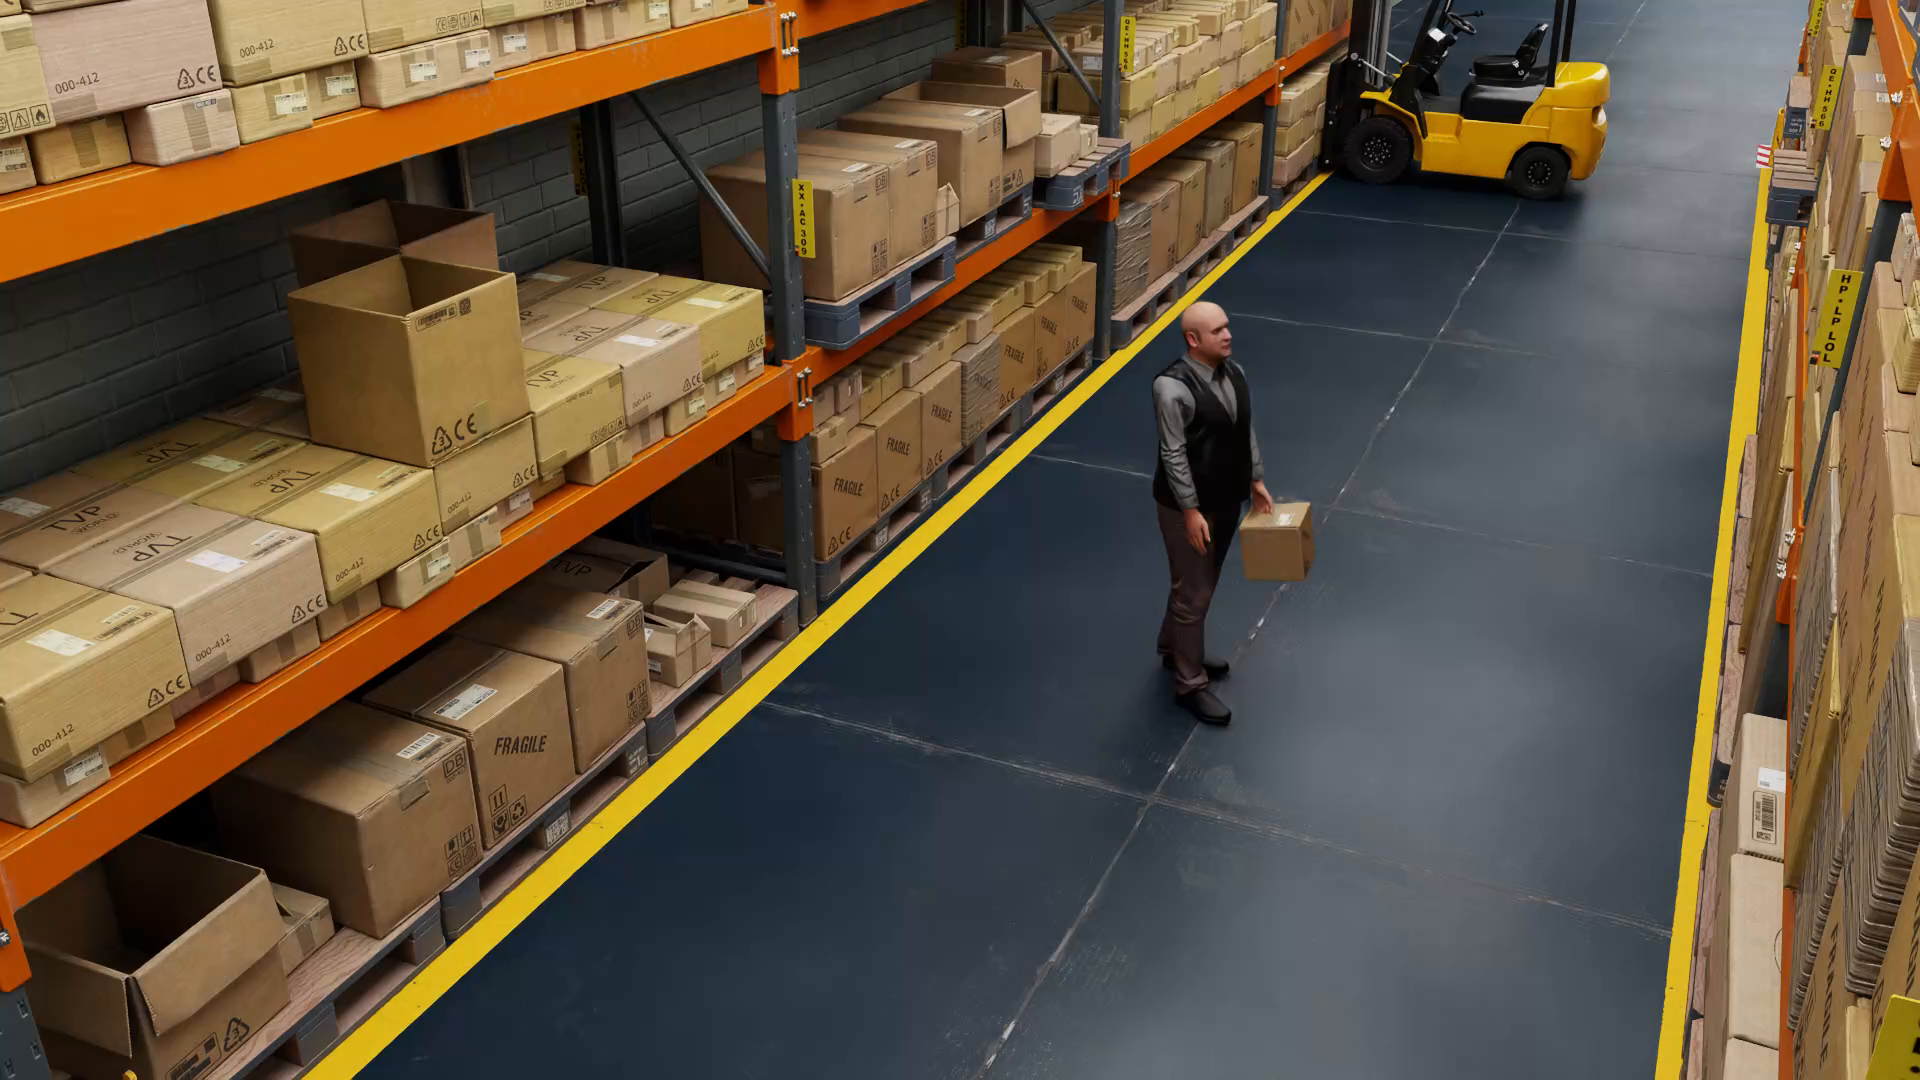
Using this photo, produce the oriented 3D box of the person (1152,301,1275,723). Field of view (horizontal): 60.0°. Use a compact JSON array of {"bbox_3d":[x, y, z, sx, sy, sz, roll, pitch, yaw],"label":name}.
[{"bbox_3d":[1.065,-0.133,6.910,0.545,1.725,0.560,22,33,38],"label":"person"}]
